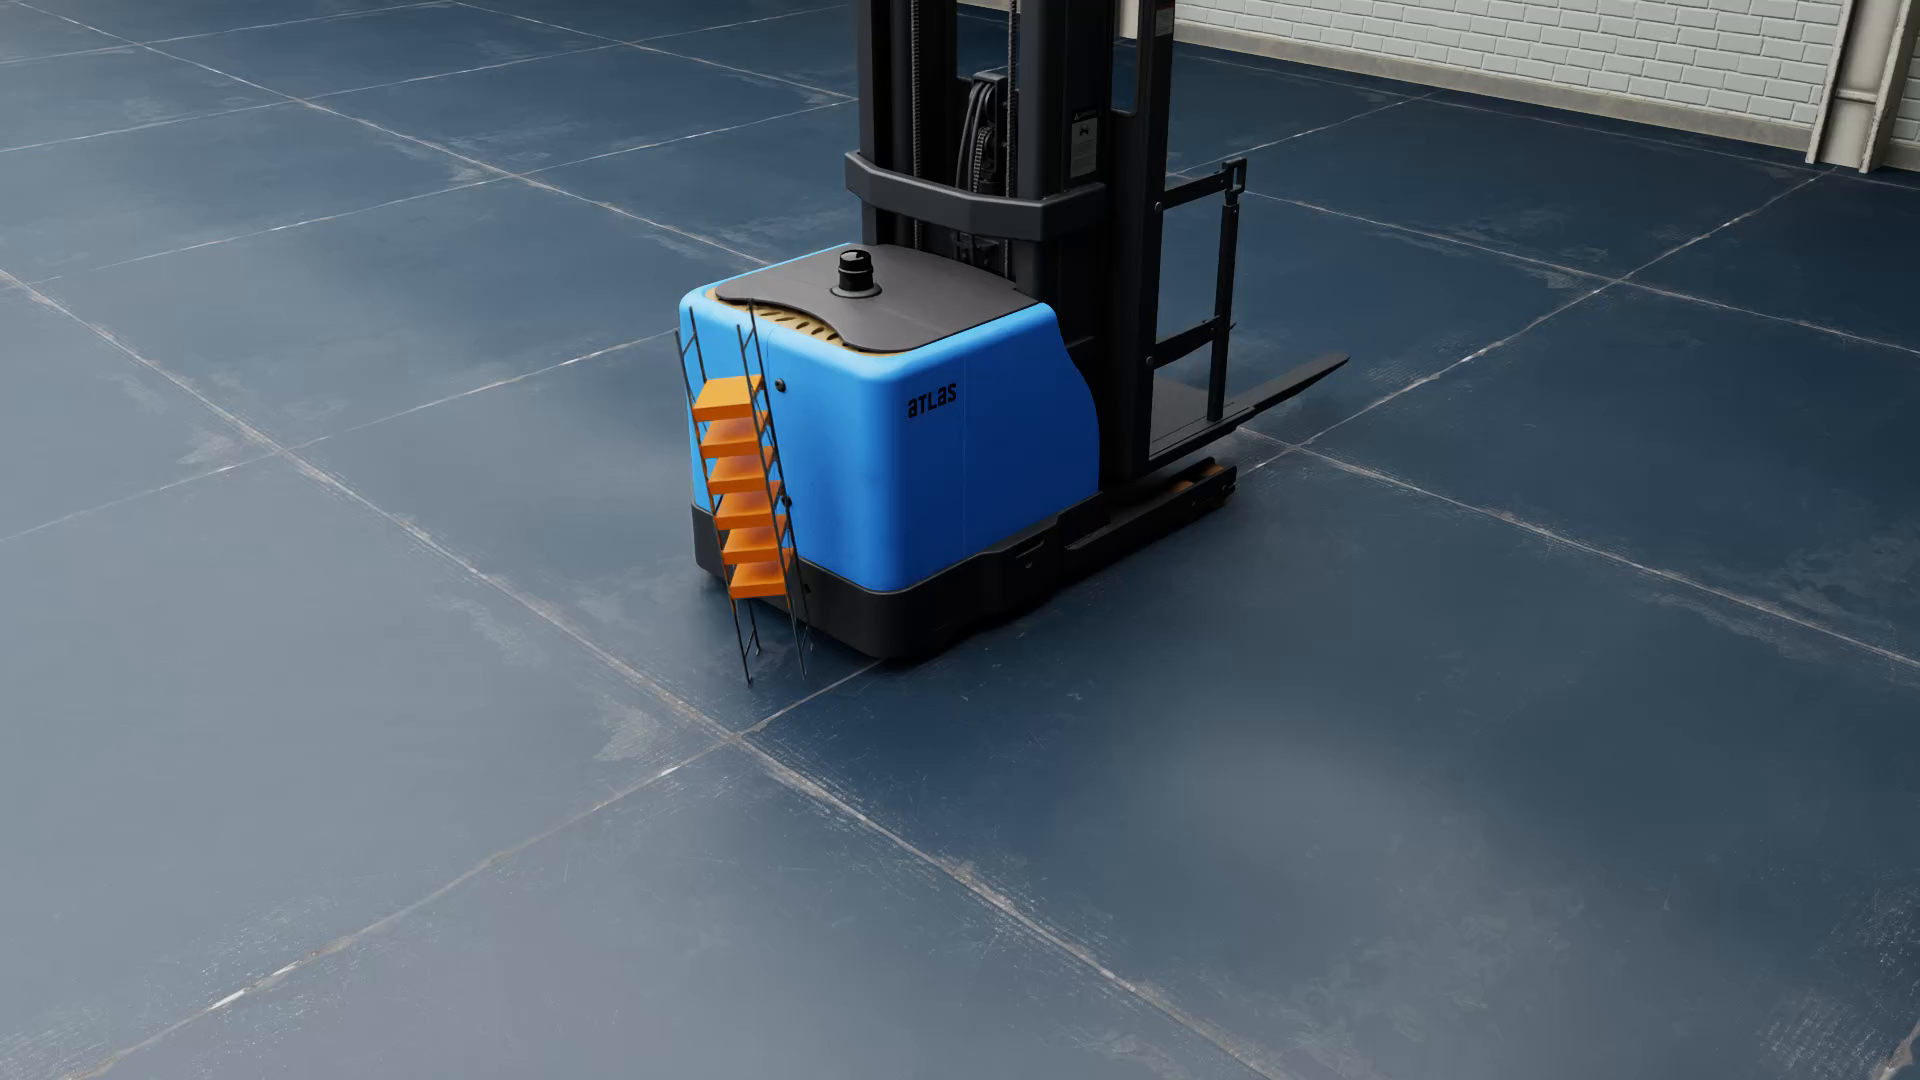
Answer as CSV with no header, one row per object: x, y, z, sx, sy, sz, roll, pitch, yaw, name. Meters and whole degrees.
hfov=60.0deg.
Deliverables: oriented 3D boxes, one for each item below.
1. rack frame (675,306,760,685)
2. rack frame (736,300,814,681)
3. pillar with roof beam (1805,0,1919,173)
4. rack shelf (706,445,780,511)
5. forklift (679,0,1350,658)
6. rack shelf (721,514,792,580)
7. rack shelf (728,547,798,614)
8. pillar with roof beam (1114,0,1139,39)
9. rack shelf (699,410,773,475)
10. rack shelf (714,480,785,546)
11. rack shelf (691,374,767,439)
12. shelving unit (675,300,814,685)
-0.748,-0.121,5.192,0.006,1.200,0.240,-5,26,5,rack frame
-0.567,-0.138,5.175,0.006,1.200,0.240,-5,26,5,rack frame
2.822,-5.042,6.170,0.400,9.000,9.100,25,36,38,pillar with roof beam
-0.667,-0.197,5.151,0.180,0.103,0.258,-5,26,5,rack shelf
0.433,-1.508,5.969,1.130,2.935,3.031,24,36,38,forklift
-0.638,0.017,5.255,0.180,0.103,0.258,-5,26,5,rack shelf
-0.623,0.124,5.308,0.180,0.103,0.258,-5,26,5,rack shelf
-1.456,-7.000,9.893,0.400,9.000,9.100,25,36,38,pillar with roof beam
-0.681,-0.304,5.099,0.180,0.103,0.258,-5,26,5,rack shelf
-0.652,-0.090,5.203,0.180,0.103,0.258,-5,26,5,rack shelf
-0.696,-0.411,5.046,0.180,0.103,0.258,-5,26,5,rack shelf
-0.658,-0.129,5.184,0.189,1.200,0.258,-5,26,5,shelving unit
